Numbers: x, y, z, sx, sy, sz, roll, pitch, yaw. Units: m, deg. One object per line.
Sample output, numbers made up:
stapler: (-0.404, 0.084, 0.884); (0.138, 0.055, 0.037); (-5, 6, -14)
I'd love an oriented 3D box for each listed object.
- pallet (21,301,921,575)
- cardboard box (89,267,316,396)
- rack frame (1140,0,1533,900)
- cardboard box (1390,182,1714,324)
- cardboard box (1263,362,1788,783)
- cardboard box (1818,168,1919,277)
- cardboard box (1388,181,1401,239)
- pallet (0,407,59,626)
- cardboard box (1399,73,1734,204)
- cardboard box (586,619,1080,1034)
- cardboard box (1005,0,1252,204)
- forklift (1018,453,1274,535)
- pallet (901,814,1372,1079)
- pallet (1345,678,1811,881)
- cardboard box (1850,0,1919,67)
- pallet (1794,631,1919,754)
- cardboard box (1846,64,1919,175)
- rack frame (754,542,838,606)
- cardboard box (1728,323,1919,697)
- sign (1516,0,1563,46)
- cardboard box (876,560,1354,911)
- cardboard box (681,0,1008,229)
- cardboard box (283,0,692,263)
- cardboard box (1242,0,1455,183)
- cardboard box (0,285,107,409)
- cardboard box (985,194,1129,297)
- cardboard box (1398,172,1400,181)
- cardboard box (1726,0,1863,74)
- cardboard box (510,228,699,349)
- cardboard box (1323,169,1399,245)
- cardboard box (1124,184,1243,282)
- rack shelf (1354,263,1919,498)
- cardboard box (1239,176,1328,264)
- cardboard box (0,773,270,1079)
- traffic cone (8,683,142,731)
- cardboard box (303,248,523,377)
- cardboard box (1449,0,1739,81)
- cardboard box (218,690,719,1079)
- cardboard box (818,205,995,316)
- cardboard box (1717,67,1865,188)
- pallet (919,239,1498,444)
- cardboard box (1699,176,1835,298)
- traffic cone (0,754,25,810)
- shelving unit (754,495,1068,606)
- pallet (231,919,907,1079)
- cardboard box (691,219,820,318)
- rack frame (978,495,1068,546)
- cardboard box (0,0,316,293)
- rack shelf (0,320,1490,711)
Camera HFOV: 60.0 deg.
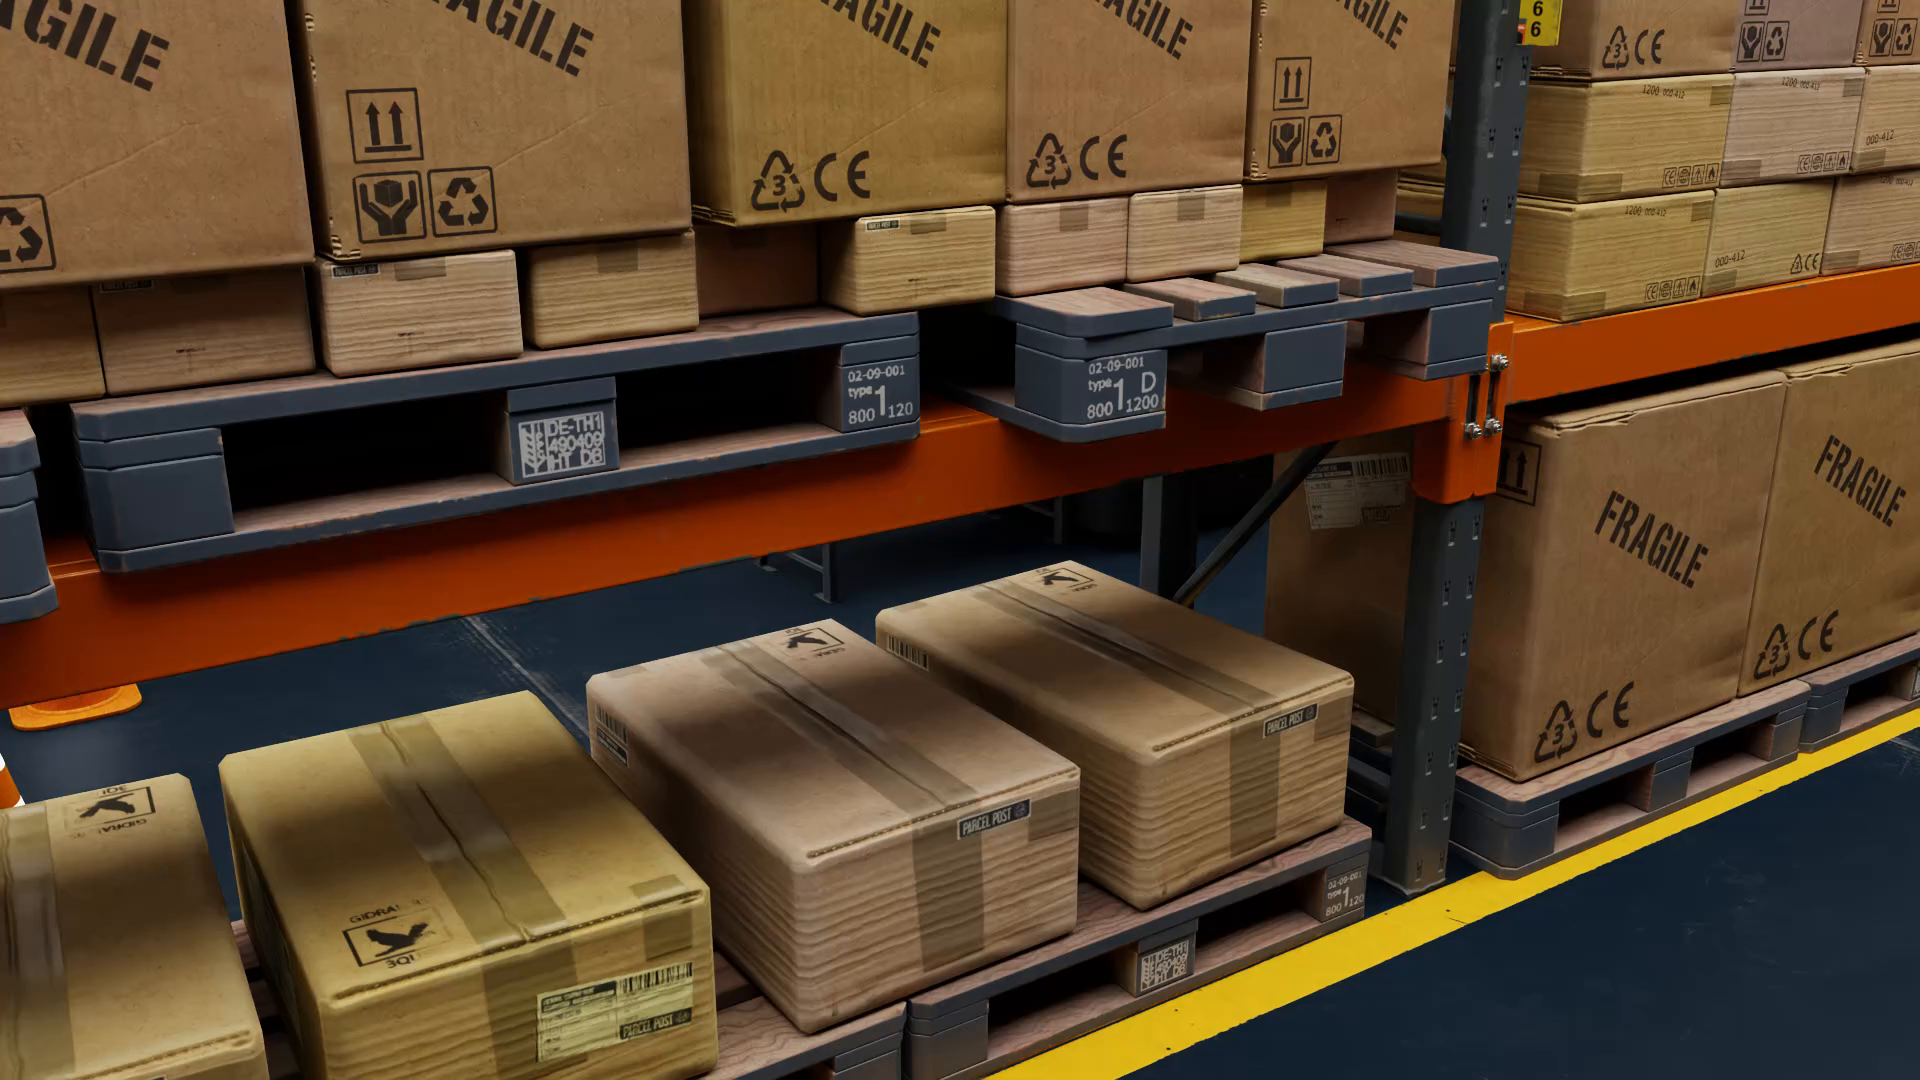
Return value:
pallet: (-0.827, -0.291, 2.720); (1.213, 0.211, 1.003); (-12, 22, -31)
cardboard box: (-1.049, -0.318, 2.240); (0.250, 0.149, 0.380); (-12, 22, -31)
rack frame: (0.803, -0.741, 3.753); (0.127, 3.000, 1.000); (-12, 22, -31)
cardboard box: (1.351, -0.689, 3.833); (0.500, 0.250, 0.500); (-12, 22, -32)
cardboard box: (1.426, -0.033, 4.320); (0.875, 0.875, 0.875); (-12, 22, -32)
cardboard box: (2.211, -0.875, 4.383); (0.500, 0.250, 0.500); (-11, 22, -30)
cardboard box: (1.083, -0.829, 4.246); (0.500, 0.250, 0.500); (-13, 23, -33)
pallet: (-1.819, -0.041, 1.983); (1.213, 0.211, 1.003); (-12, 22, -31)
cardboard box: (1.362, -0.930, 3.766); (0.500, 0.250, 0.500); (-12, 22, -32)
cardboard box: (-0.286, 0.534, 3.429); (0.625, 0.372, 0.950); (-12, 22, -32)
cardboard box: (0.151, -0.880, 2.887); (0.500, 0.500, 0.500); (-12, 22, -32)
forklift: (1.374, -1.767, 6.896); (3.031, 2.935, 1.130); (-15, 24, -38)
pallet: (0.150, 0.717, 3.794); (1.213, 0.211, 1.003); (-12, 22, -31)
pallet: (1.503, 0.461, 4.551); (1.213, 0.211, 1.003); (-12, 22, -31)
cardboard box: (2.199, -1.460, 4.164); (0.500, 0.500, 0.500); (-11, 22, -30)
pallet: (2.521, 0.248, 5.183); (1.213, 0.211, 1.003); (-12, 22, -31)
cardboard box: (2.218, -1.105, 4.284); (0.500, 0.250, 0.500); (-12, 22, -32)
rack frame: (-0.574, -0.557, 5.549); (0.032, 1.500, 0.500); (-14, 23, -35)
cardboard box: (2.173, -0.189, 4.782); (0.875, 0.875, 0.875); (-12, 22, -31)
sign: (1.110, -1.109, 3.156); (0.005, 0.325, 0.100); (-12, 22, -31)
cardboard box: (0.326, 0.402, 3.820); (0.625, 0.372, 0.950); (-14, 23, -35)
cardboard box: (-0.270, -0.791, 2.623); (0.500, 0.500, 0.500); (-14, 23, -35)
cardboard box: (-0.726, -0.695, 2.340); (0.500, 0.500, 0.500); (-13, 23, -34)
cardboard box: (0.577, -0.974, 3.165); (0.500, 0.500, 0.500); (-13, 22, -33)
cardboard box: (-1.256, -0.275, 2.112); (0.250, 0.149, 0.380); (-12, 22, -31)
cardboard box: (0.075, -0.535, 2.881); (0.250, 0.149, 0.380); (-13, 23, -34)
cardboard box: (1.068, -1.060, 4.150); (0.500, 0.250, 0.500); (-12, 22, -32)
cardboard box: (1.759, -1.373, 3.907); (0.500, 0.500, 0.500); (-12, 22, -31)
cardboard box: (-0.591, -0.406, 2.499); (0.250, 0.149, 0.380); (-13, 22, -33)
cardboard box: (0.659, -0.700, 3.369); (0.250, 0.149, 0.380); (-11, 22, -29)
cardboard box: (0.289, -0.577, 3.006); (0.250, 0.149, 0.380); (-12, 22, -32)
rack shelf: (2.474, -0.753, 4.910); (4.000, 0.370, 1.077); (-12, 22, -31)
cardboard box: (0.475, -0.634, 3.172); (0.250, 0.149, 0.380); (-12, 22, -31)
cardboard box: (-1.502, 0.789, 2.675); (0.625, 0.372, 0.950); (-10, 21, -28)
traffic cone: (-2.579, 0.254, 4.771); (0.334, 0.463, 0.336); (-12, 22, -31)
cardboard box: (-0.798, -0.351, 2.337); (0.250, 0.149, 0.380); (-11, 22, -29)
cardboard box: (1.350, -1.284, 3.640); (0.500, 0.500, 0.500); (-13, 22, -33)
cardboard box: (-0.922, 0.666, 3.039); (0.625, 0.372, 0.950); (-11, 22, -30)
cardboard box: (-0.148, -0.483, 2.726); (0.250, 0.149, 0.380); (-11, 22, -30)
cardboard box: (1.795, -1.021, 4.034); (0.500, 0.250, 0.500); (-11, 22, -30)
pallet: (0.267, -0.496, 3.328); (1.003, 0.211, 1.213); (-12, 22, -31)
cardboard box: (1.770, -0.784, 4.115); (0.500, 0.250, 0.500); (-13, 22, -33)
traffic cone: (-2.272, 0.572, 3.829); (0.334, 0.463, 0.336); (-12, 22, -31)
shelving unit: (-0.169, -0.655, 5.840); (1.048, 1.500, 0.538); (-14, 23, -35)
pallet: (-0.868, 0.931, 3.162); (1.213, 0.211, 1.003); (-12, 22, -31)
cardboard box: (-0.427, -0.472, 2.695); (0.250, 0.149, 0.380); (-12, 22, -31)
rack frame: (0.236, -0.753, 6.131); (0.032, 1.500, 0.500); (-14, 23, -35)
cardboard box: (-1.150, -0.601, 2.064); (0.500, 0.500, 0.500); (-12, 22, -32)
rack shelf: (-0.867, -0.048, 2.826); (4.000, 0.370, 1.077); (-12, 22, -31)
